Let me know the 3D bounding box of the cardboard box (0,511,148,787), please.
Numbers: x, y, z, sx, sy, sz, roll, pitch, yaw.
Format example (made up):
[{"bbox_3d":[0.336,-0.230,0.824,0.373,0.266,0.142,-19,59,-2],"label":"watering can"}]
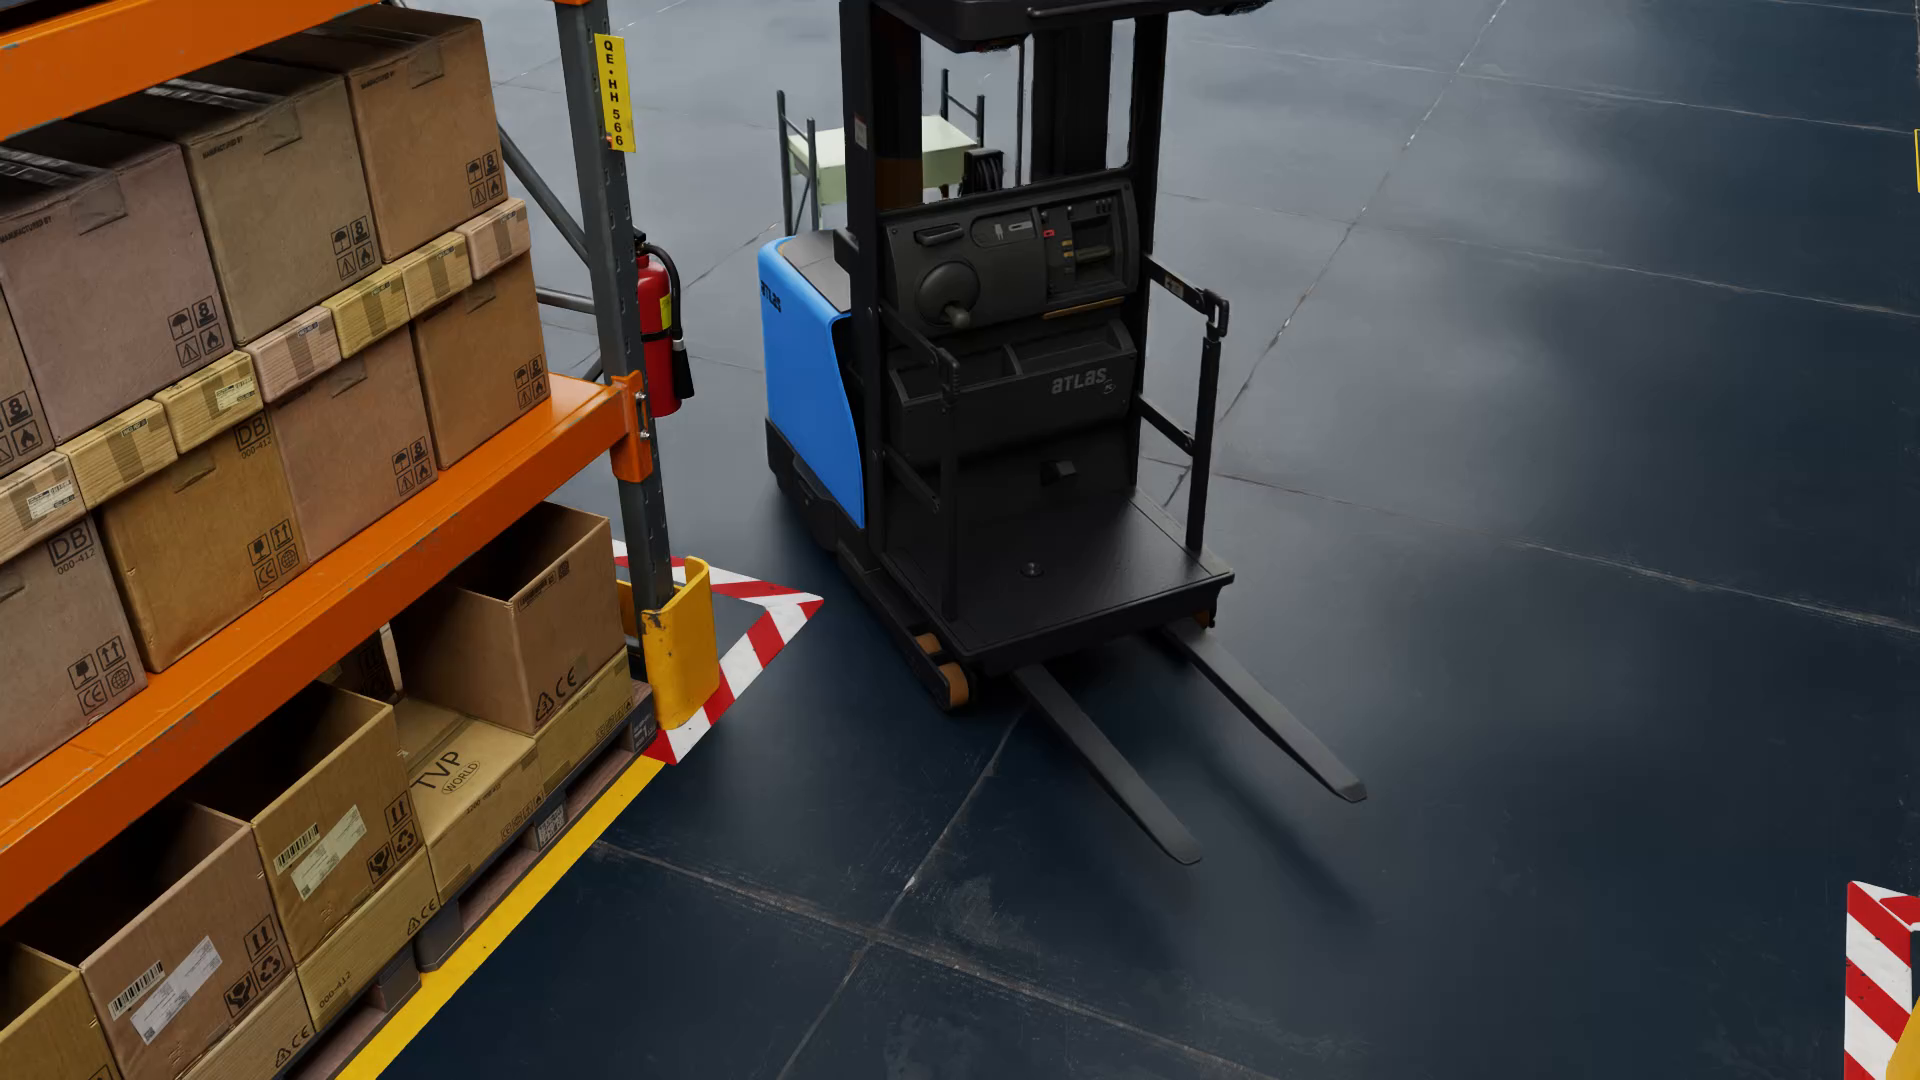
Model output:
[{"bbox_3d":[-2.303,0.167,3.669,0.700,0.500,0.500,15,36,22],"label":"cardboard box"}]

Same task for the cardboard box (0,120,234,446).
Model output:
[{"bbox_3d":[-2.105,-0.607,3.665,0.700,0.500,0.500,14,36,21],"label":"cardboard box"}]

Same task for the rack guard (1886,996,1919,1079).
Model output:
[{"bbox_3d":[3.018,1.425,4.121,1.175,0.500,0.348,14,36,20],"label":"rack guard"}]

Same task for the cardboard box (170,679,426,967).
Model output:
[{"bbox_3d":[-1.810,0.705,4.380,0.500,0.500,0.500,14,36,20],"label":"cardboard box"}]

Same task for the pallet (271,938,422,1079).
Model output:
[{"bbox_3d":[-2.245,1.369,4.469,1.003,0.211,1.213,14,36,20],"label":"pallet"}]

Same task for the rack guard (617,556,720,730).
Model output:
[{"bbox_3d":[-1.441,0.241,5.927,1.175,0.500,0.348,14,36,20],"label":"rack guard"}]

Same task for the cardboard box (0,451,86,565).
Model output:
[{"bbox_3d":[-2.085,-0.099,3.482,0.380,0.149,0.250,14,36,20],"label":"cardboard box"}]

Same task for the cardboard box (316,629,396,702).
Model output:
[{"bbox_3d":[-2.085,0.334,4.946,0.500,0.500,0.500,14,36,20],"label":"cardboard box"}]

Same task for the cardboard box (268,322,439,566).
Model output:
[{"bbox_3d":[-1.873,-0.342,4.445,0.700,0.500,0.500,15,36,22],"label":"cardboard box"}]

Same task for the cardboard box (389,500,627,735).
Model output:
[{"bbox_3d":[-1.405,0.203,5.145,0.500,0.500,0.500,14,36,20],"label":"cardboard box"}]

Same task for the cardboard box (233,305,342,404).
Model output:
[{"bbox_3d":[-1.760,-0.489,4.077,0.380,0.149,0.250,15,36,21],"label":"cardboard box"}]

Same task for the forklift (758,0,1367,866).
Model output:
[{"bbox_3d":[0.288,-0.908,5.462,1.130,2.935,3.031,-15,36,-22],"label":"forklift"}]

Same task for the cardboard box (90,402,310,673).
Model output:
[{"bbox_3d":[-2.086,-0.096,4.070,0.700,0.500,0.500,14,36,21],"label":"cardboard box"}]

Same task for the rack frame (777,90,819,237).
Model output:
[{"bbox_3d":[-0.662,-1.123,7.095,0.023,1.500,0.400,-14,36,-20],"label":"rack frame"}]

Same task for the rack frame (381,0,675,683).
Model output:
[{"bbox_3d":[-1.451,-0.793,5.223,1.000,3.000,0.127,14,36,20],"label":"rack frame"}]

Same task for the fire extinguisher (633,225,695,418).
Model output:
[{"bbox_3d":[-0.980,-0.712,5.172,0.296,0.674,0.183,14,36,20],"label":"fire extinguisher"}]

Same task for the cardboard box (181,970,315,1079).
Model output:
[{"bbox_3d":[-2.024,1.266,4.208,0.500,0.250,0.500,14,36,20],"label":"cardboard box"}]

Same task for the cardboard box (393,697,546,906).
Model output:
[{"bbox_3d":[-1.605,0.768,4.967,0.500,0.250,0.500,14,36,20],"label":"cardboard box"}]

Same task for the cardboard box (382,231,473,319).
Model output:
[{"bbox_3d":[-1.546,-0.741,4.462,0.380,0.149,0.250,15,36,22],"label":"cardboard box"}]

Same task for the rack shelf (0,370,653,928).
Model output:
[{"bbox_3d":[-2.288,0.504,3.901,1.077,0.370,4.000,14,36,20],"label":"rack shelf"}]

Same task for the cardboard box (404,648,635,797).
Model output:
[{"bbox_3d":[-1.407,0.517,5.351,0.500,0.250,0.500,14,36,20],"label":"cardboard box"}]

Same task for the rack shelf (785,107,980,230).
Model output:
[{"bbox_3d":[-0.328,-1.531,7.006,0.720,0.370,0.431,-14,36,-20],"label":"rack shelf"}]

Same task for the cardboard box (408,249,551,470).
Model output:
[{"bbox_3d":[-1.658,-0.605,4.846,0.700,0.500,0.500,14,36,20],"label":"cardboard box"}]

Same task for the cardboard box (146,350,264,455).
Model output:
[{"bbox_3d":[-1.870,-0.358,3.878,0.380,0.149,0.250,15,36,22],"label":"cardboard box"}]

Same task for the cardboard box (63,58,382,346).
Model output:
[{"bbox_3d":[-1.895,-0.858,4.048,0.700,0.500,0.500,13,36,19],"label":"cardboard box"}]

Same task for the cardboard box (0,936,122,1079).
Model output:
[{"bbox_3d":[-2.228,1.203,3.620,0.500,0.500,0.500,14,36,20],"label":"cardboard box"}]

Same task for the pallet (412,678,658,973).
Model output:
[{"bbox_3d":[-1.733,0.764,5.392,1.003,0.211,1.213,14,36,20],"label":"pallet"}]

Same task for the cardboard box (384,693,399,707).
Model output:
[{"bbox_3d":[-2.083,0.648,5.151,0.500,0.250,0.500,14,36,20],"label":"cardboard box"}]

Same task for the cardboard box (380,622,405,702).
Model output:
[{"bbox_3d":[-1.877,0.398,5.532,0.500,0.250,0.500,14,36,20],"label":"cardboard box"}]

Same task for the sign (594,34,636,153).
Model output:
[{"bbox_3d":[-0.964,-1.244,4.640,0.100,0.325,0.005,14,36,20],"label":"sign"}]

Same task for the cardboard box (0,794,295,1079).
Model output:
[{"bbox_3d":[-2.020,0.954,4.001,0.500,0.500,0.500,14,36,20],"label":"cardboard box"}]

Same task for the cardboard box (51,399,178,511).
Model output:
[{"bbox_3d":[-1.978,-0.226,3.677,0.380,0.149,0.250,15,36,22],"label":"cardboard box"}]

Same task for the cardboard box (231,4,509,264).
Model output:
[{"bbox_3d":[-1.680,-1.121,4.450,0.700,0.500,0.500,14,36,21],"label":"cardboard box"}]

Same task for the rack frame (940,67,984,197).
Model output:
[{"bbox_3d":[0.006,-1.287,7.346,0.023,1.500,0.400,-14,36,-20],"label":"rack frame"}]

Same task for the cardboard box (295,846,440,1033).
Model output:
[{"bbox_3d":[-1.813,1.018,4.587,0.500,0.250,0.500,14,36,20],"label":"cardboard box"}]

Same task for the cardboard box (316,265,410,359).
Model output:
[{"bbox_3d":[-1.653,-0.614,4.267,0.380,0.149,0.250,14,36,20],"label":"cardboard box"}]

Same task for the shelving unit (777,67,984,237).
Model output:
[{"bbox_3d":[-0.328,-1.205,7.220,0.755,1.500,0.431,-14,36,-20],"label":"shelving unit"}]

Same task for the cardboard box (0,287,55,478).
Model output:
[{"bbox_3d":[-2.315,-0.357,3.285,0.700,0.500,0.500,14,36,21],"label":"cardboard box"}]

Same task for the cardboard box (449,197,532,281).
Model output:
[{"bbox_3d":[-1.438,-0.872,4.661,0.380,0.149,0.250,14,36,20],"label":"cardboard box"}]
